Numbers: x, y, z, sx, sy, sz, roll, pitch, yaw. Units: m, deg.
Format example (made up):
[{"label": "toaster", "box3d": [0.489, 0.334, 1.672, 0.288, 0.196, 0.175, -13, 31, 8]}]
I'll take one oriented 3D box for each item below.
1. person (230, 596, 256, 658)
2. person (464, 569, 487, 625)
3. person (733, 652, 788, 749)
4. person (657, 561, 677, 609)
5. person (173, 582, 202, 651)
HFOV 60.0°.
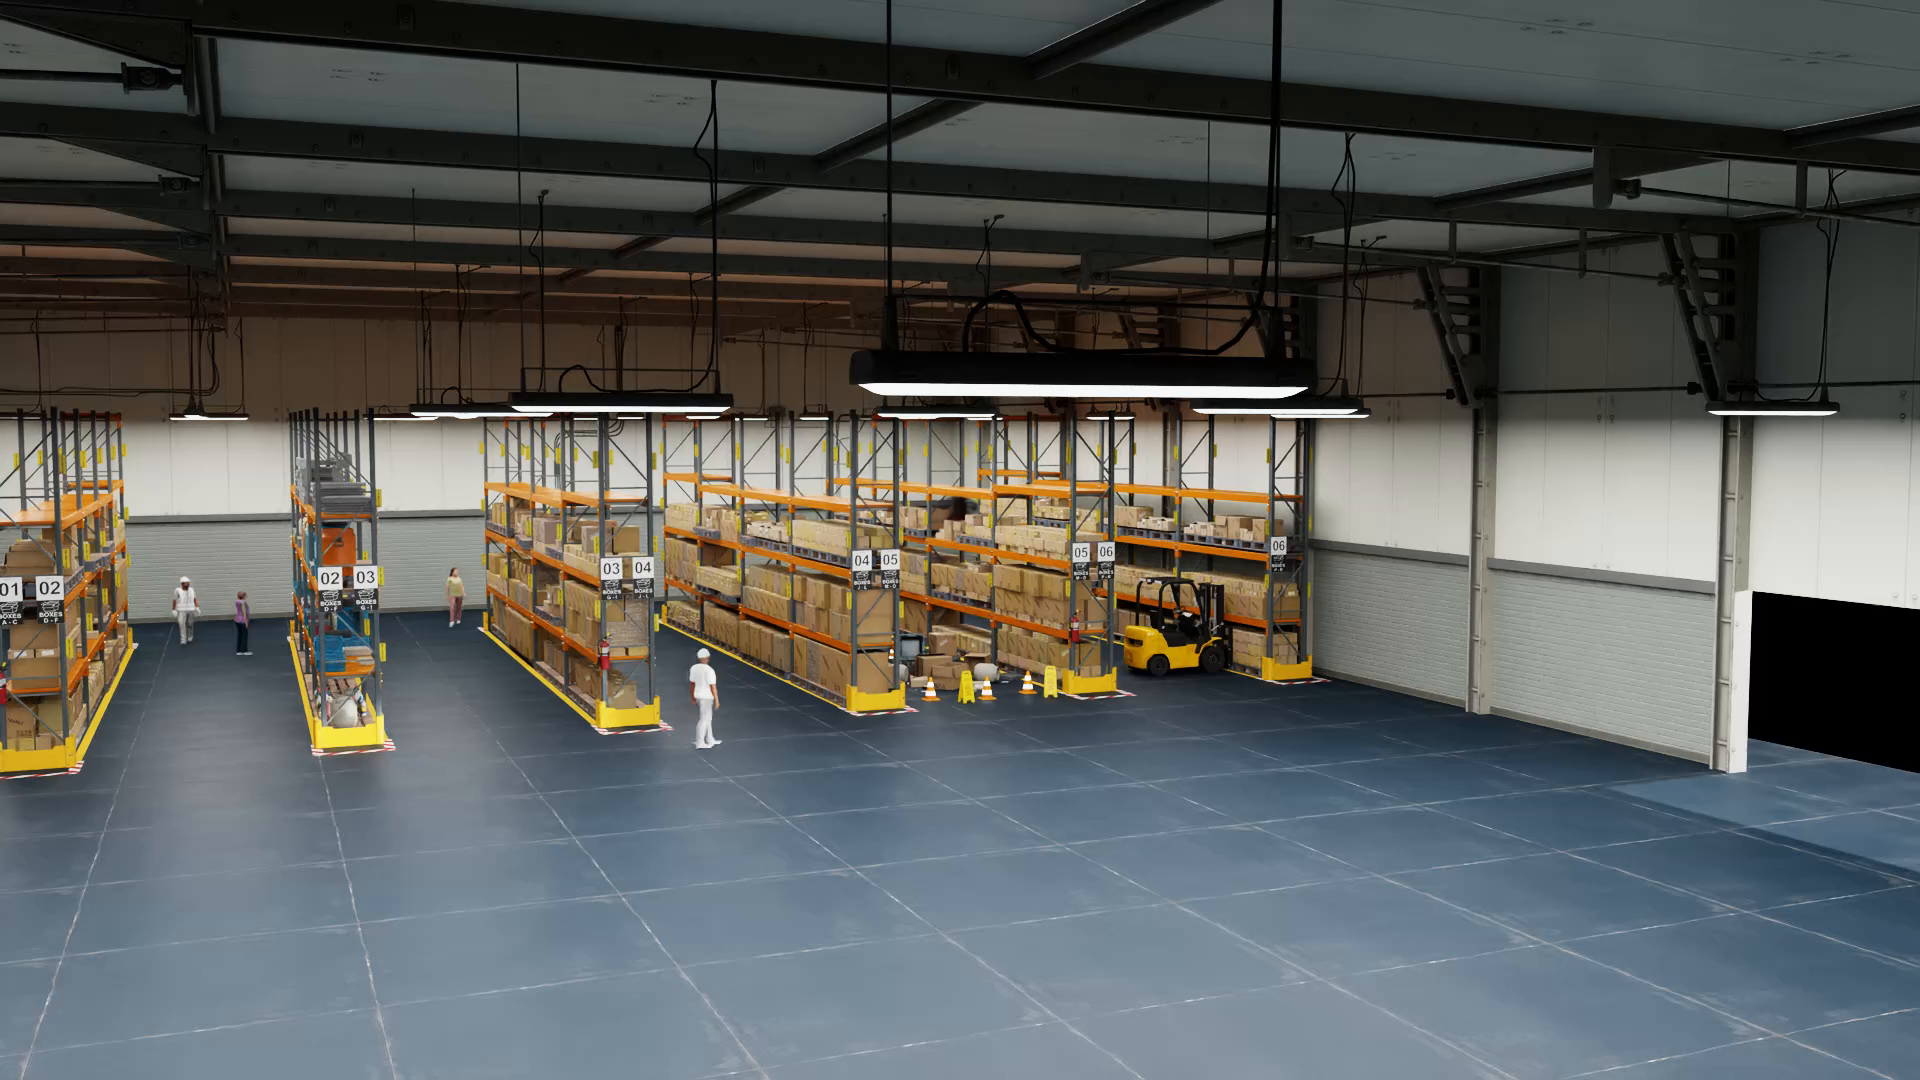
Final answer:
[{"label": "person", "box3d": [-17.542, 2.118, 40.772, 0.766, 1.534, 0.571, 2, 4, 23]}, {"label": "person", "box3d": [-13.738, 1.628, 47.240, 0.587, 1.600, 0.765, 1, 4, 10]}, {"label": "person", "box3d": [-3.478, 2.813, 29.081, 0.987, 1.730, 0.707, 1, 4, 8]}, {"label": "person", "box3d": [-8.573, 1.459, 49.108, 0.659, 1.717, 0.999, 3, 5, 34]}, {"label": "person", "box3d": [-19.483, 1.921, 42.004, 0.679, 1.743, 0.605, -3, 5, -33]}]
